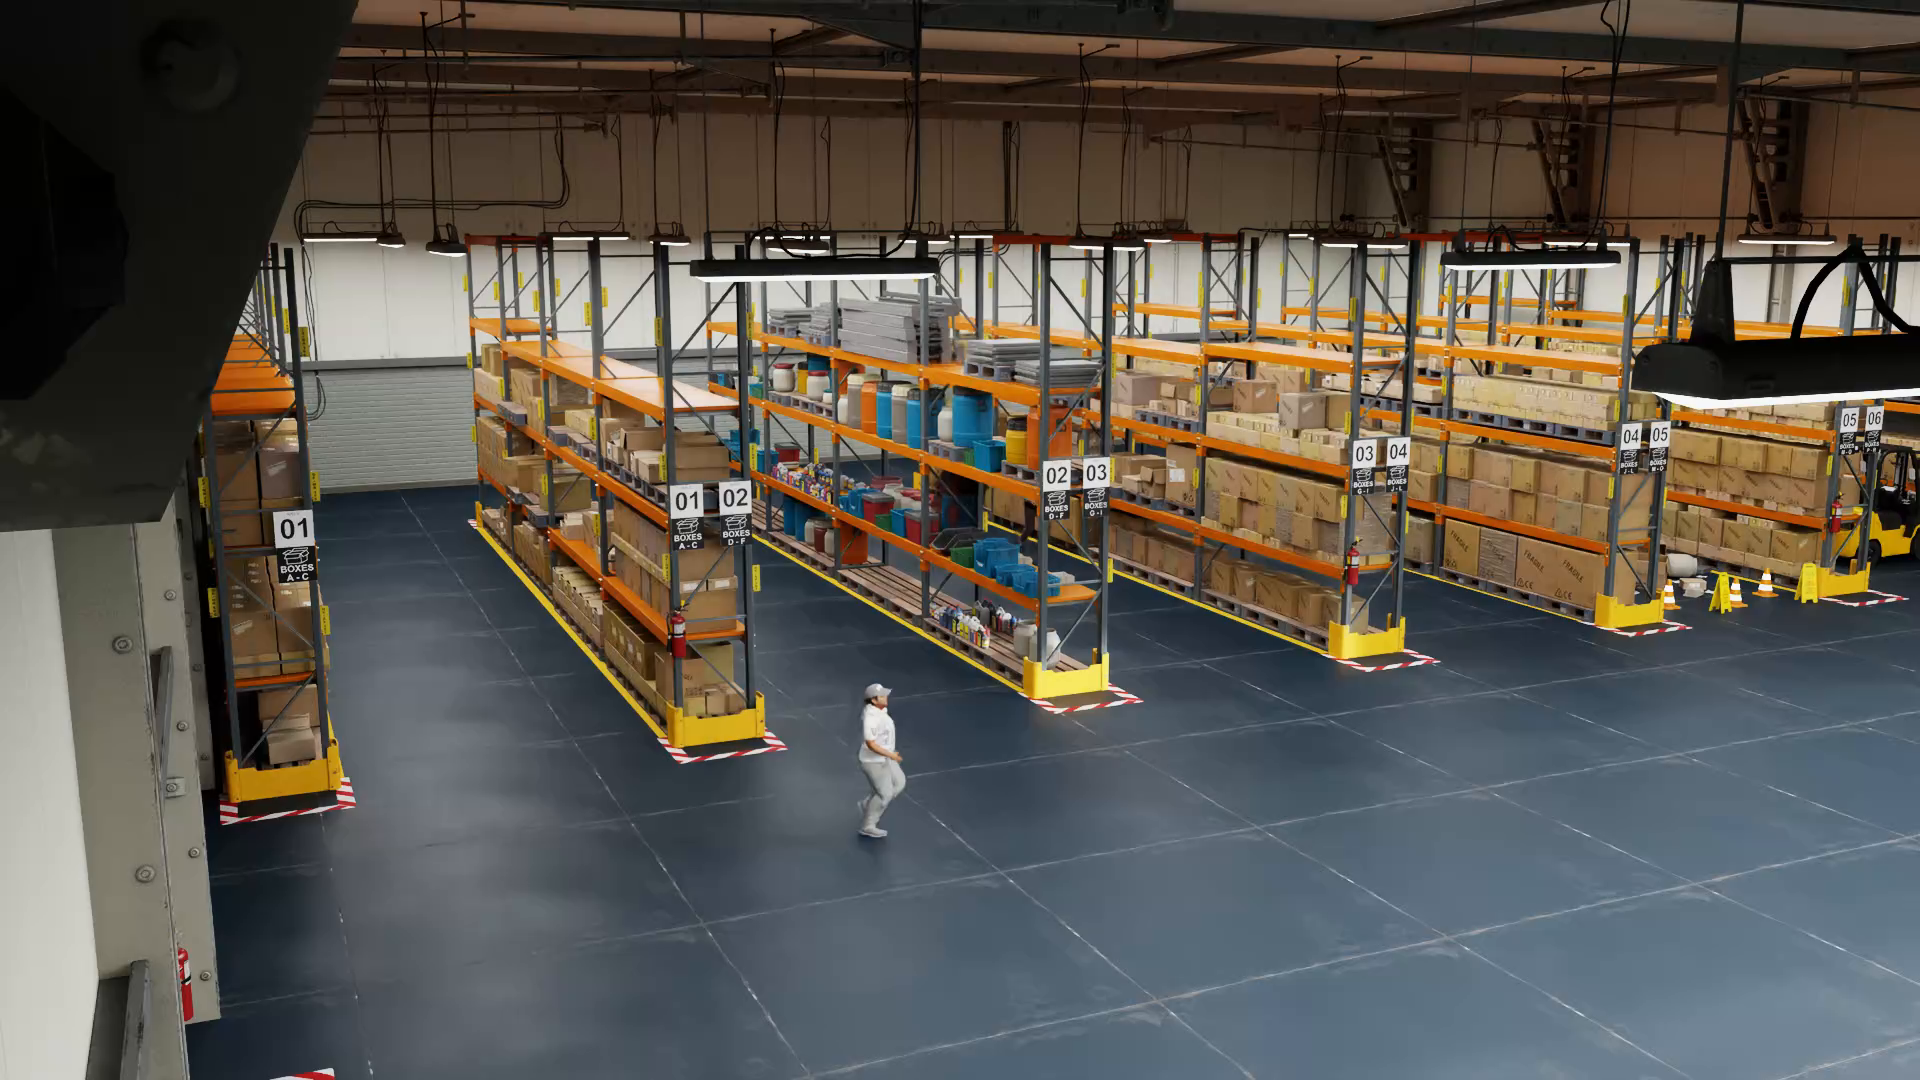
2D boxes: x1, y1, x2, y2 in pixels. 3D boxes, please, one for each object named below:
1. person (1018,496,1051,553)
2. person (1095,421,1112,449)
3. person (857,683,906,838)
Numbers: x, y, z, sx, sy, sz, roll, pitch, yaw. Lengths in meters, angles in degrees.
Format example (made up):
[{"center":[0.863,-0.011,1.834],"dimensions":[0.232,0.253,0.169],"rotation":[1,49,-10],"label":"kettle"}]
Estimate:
[{"center":[1.382,-0.563,30.630],"dimensions":[0.682,1.703,0.931],"rotation":[-7,13,-32],"label":"person"},{"center":[3.158,-1.894,38.214],"dimensions":[0.732,1.796,0.938],"rotation":[-4,12,-20],"label":"person"},{"center":[-0.822,2.266,17.211],"dimensions":[0.503,1.632,0.602],"rotation":[0,11,1],"label":"person"}]
